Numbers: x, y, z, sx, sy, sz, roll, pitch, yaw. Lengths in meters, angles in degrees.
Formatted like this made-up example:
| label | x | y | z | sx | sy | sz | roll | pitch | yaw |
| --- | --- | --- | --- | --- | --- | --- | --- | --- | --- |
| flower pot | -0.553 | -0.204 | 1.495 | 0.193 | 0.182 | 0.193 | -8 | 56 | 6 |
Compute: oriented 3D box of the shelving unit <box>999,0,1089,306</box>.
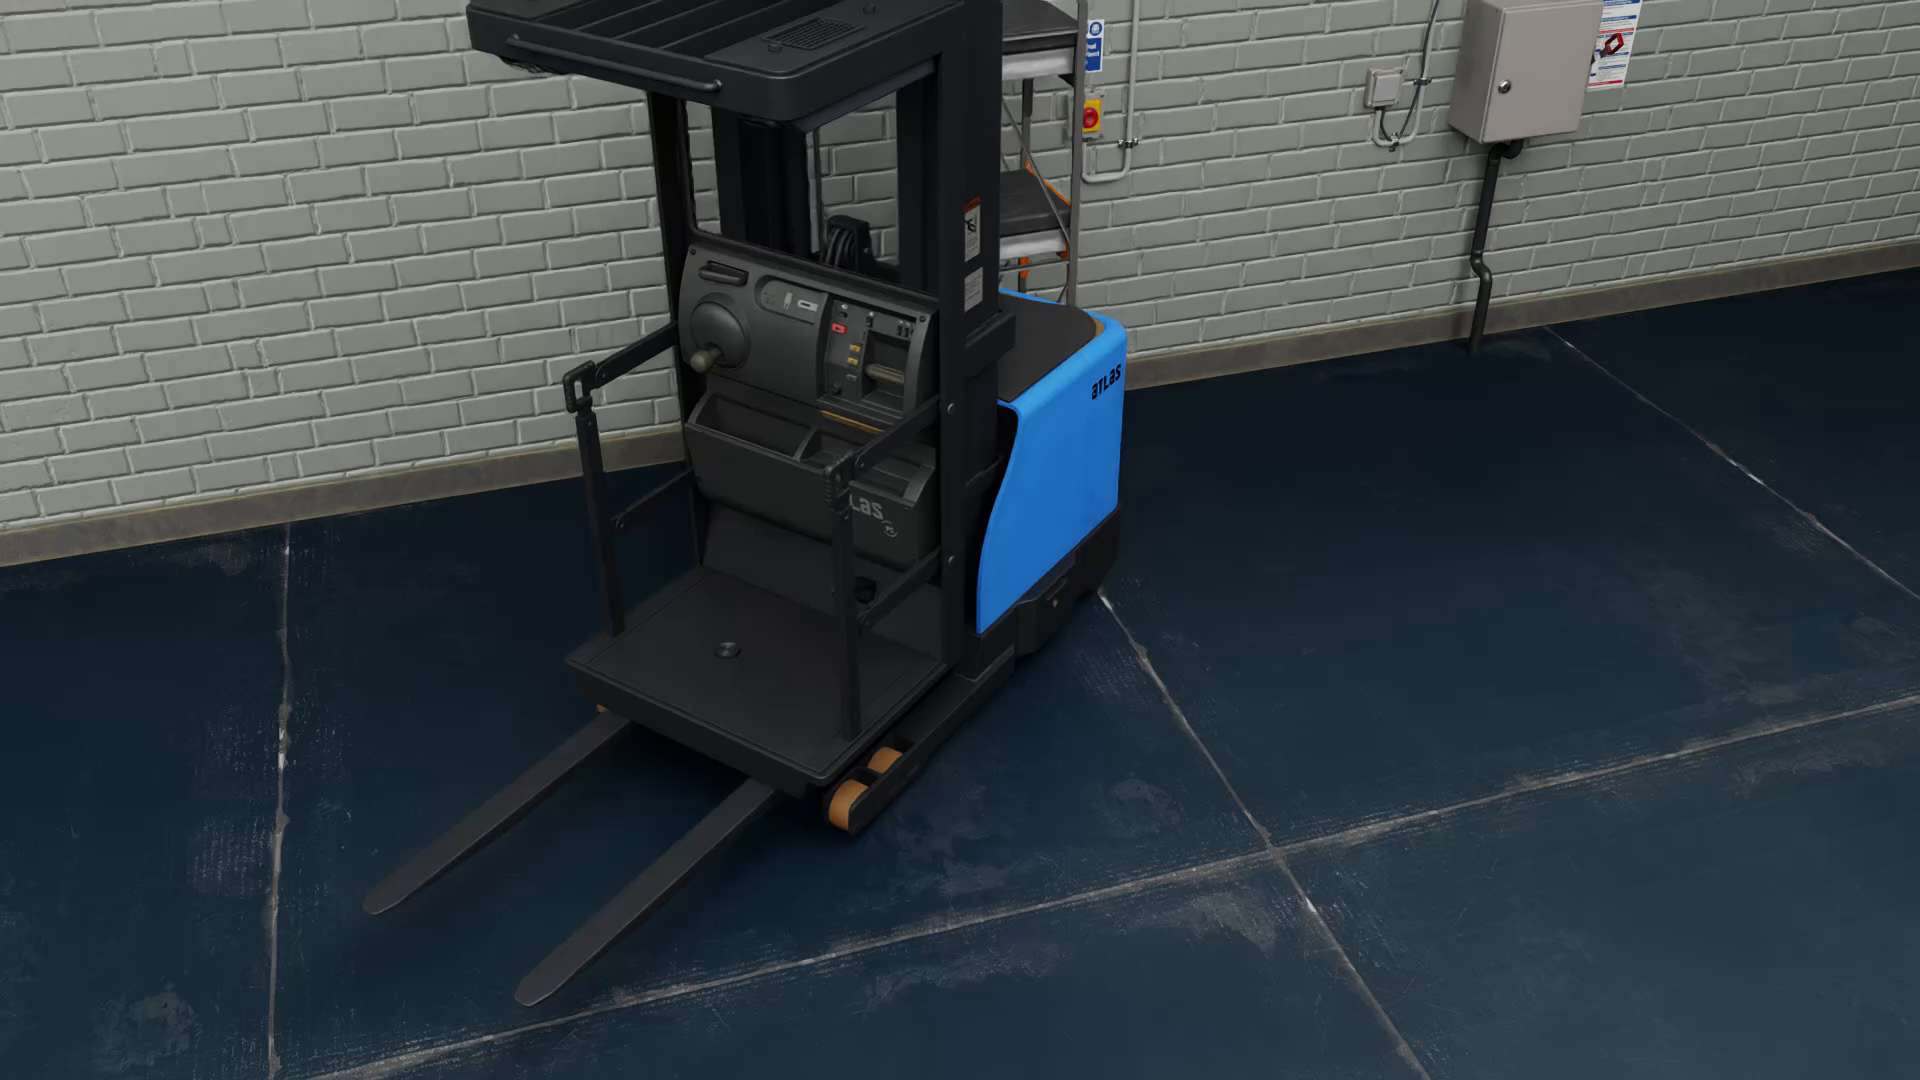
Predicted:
| label | x | y | z | sx | sy | sz | roll | pitch | yaw |
| --- | --- | --- | --- | --- | --- | --- | --- | --- | --- |
| shelving unit | 0.181 | -1.178 | 6.628 | 0.431 | 2.100 | 0.503 | -12 | 35 | -17 |

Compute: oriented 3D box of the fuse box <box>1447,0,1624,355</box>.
| label | x | y | z | sx | sy | sz | roll | pitch | yaw |
| --- | --- | --- | --- | --- | --- | --- | --- | --- | --- |
| fuse box | 2.546 | -1.622 | 7.653 | 0.539 | 1.711 | 0.414 | -10 | 35 | -15 |

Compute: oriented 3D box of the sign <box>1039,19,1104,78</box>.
| label | x | y | z | sx | sy | sz | roll | pitch | yaw |
| --- | --- | --- | --- | --- | --- | --- | --- | --- | --- |
| sign | 0.436 | -2.020 | 6.841 | 0.327 | 0.218 | 0.001 | -10 | 35 | -15 |

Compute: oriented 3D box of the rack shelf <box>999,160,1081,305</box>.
| label | x | y | z | sx | sy | sz | roll | pitch | yaw |
| --- | --- | --- | --- | --- | --- | --- | --- | --- | --- |
| rack shelf | 0.181 | -1.167 | 6.636 | 0.431 | 0.518 | 0.480 | -12 | 35 | -17 |

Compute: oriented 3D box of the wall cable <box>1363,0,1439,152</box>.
| label | x | y | z | sx | sy | sz | roll | pitch | yaw |
| --- | --- | --- | --- | --- | --- | --- | --- | --- | --- |
| wall cable | 1.848 | -2.552 | 6.969 | 0.588 | 1.984 | 0.122 | -10 | 35 | -15 |

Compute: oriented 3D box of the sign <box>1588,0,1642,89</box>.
| label | x | y | z | sx | sy | sz | roll | pitch | yaw |
| --- | --- | --- | --- | --- | --- | --- | --- | --- | --- |
| sign | 2.953 | -2.312 | 7.614 | 0.329 | 0.494 | 0.001 | -10 | 35 | -15 |

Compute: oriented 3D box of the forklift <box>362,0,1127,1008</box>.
| label | x | y | z | sx | sy | sz | roll | pitch | yaw |
| --- | --- | --- | --- | --- | --- | --- | --- | --- | --- |
| forklift | -0.606 | -0.584 | 4.976 | 1.130 | 2.935 | 3.031 | 20 | 38 | 27 |

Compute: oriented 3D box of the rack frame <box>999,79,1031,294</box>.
| label | x | y | z | sx | sy | sz | roll | pitch | yaw |
| --- | --- | --- | --- | --- | --- | --- | --- | --- | --- |
| rack frame | 0.093 | -1.304 | 6.818 | 0.400 | 2.100 | 0.015 | -12 | 35 | -17 |

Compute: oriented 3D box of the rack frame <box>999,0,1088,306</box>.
| label | x | y | z | sx | sy | sz | roll | pitch | yaw |
| --- | --- | --- | --- | --- | --- | --- | --- | --- | --- |
| rack frame | 0.269 | -1.053 | 6.438 | 0.400 | 2.100 | 0.015 | -12 | 35 | -17 |

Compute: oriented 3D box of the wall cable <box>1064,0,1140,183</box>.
| label | x | y | z | sx | sy | sz | roll | pitch | yaw |
| --- | --- | --- | --- | --- | --- | --- | --- | --- | --- |
| wall cable | 0.501 | -2.320 | 6.591 | 0.585 | 1.953 | 0.123 | -10 | 35 | -15 |

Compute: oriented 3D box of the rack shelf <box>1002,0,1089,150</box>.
| label | x | y | z | sx | sy | sz | roll | pitch | yaw |
| --- | --- | --- | --- | --- | --- | --- | --- | --- | --- |
| rack shelf | 0.181 | -1.751 | 6.250 | 0.431 | 0.518 | 0.480 | -12 | 35 | -17 |
